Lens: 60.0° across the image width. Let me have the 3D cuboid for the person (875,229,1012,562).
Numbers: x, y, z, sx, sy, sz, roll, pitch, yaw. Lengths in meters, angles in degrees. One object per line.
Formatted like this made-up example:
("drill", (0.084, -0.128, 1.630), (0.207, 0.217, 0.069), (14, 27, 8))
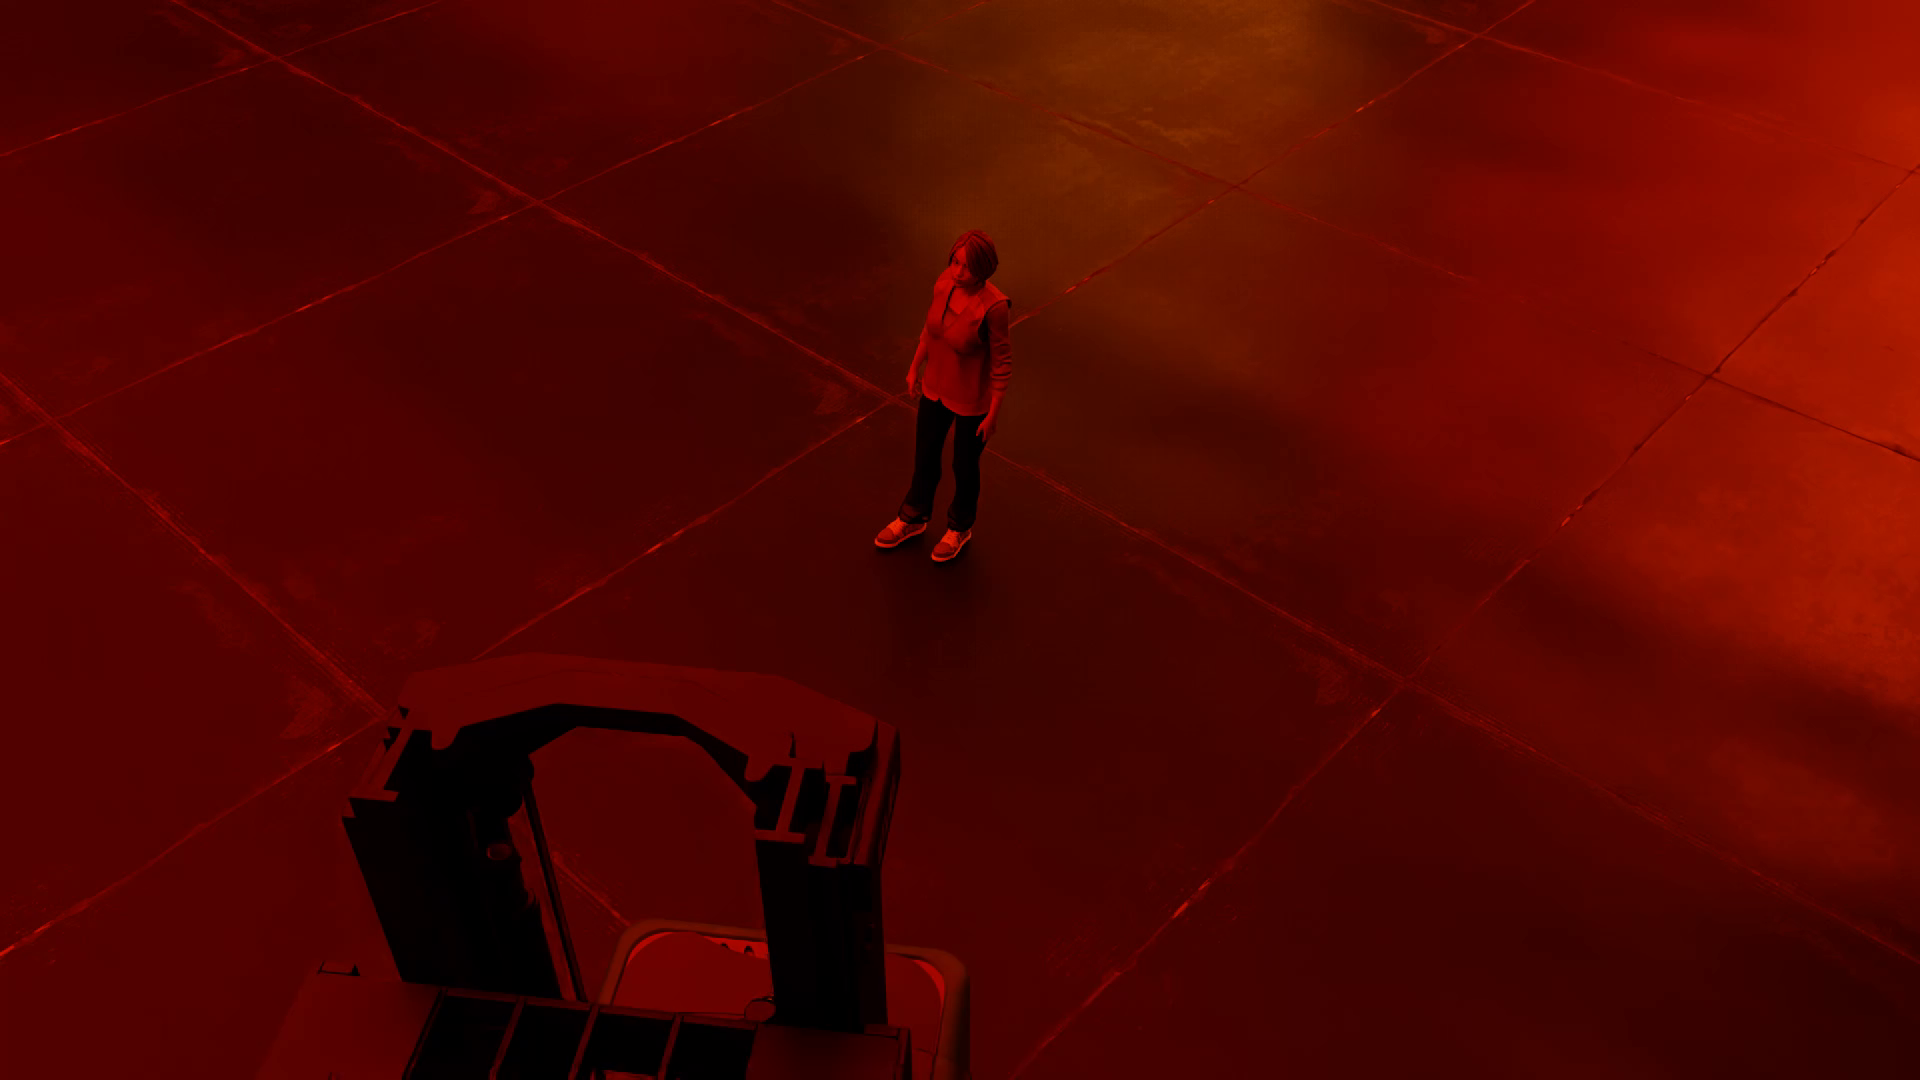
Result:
("person", (-0.061, -0.581, 7.120), (0.521, 1.599, 0.473), (31, 49, 31))

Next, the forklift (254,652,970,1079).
("forklift", (-0.661, 1.774, 3.360), (1.130, 2.935, 3.031), (5, 41, 6))
